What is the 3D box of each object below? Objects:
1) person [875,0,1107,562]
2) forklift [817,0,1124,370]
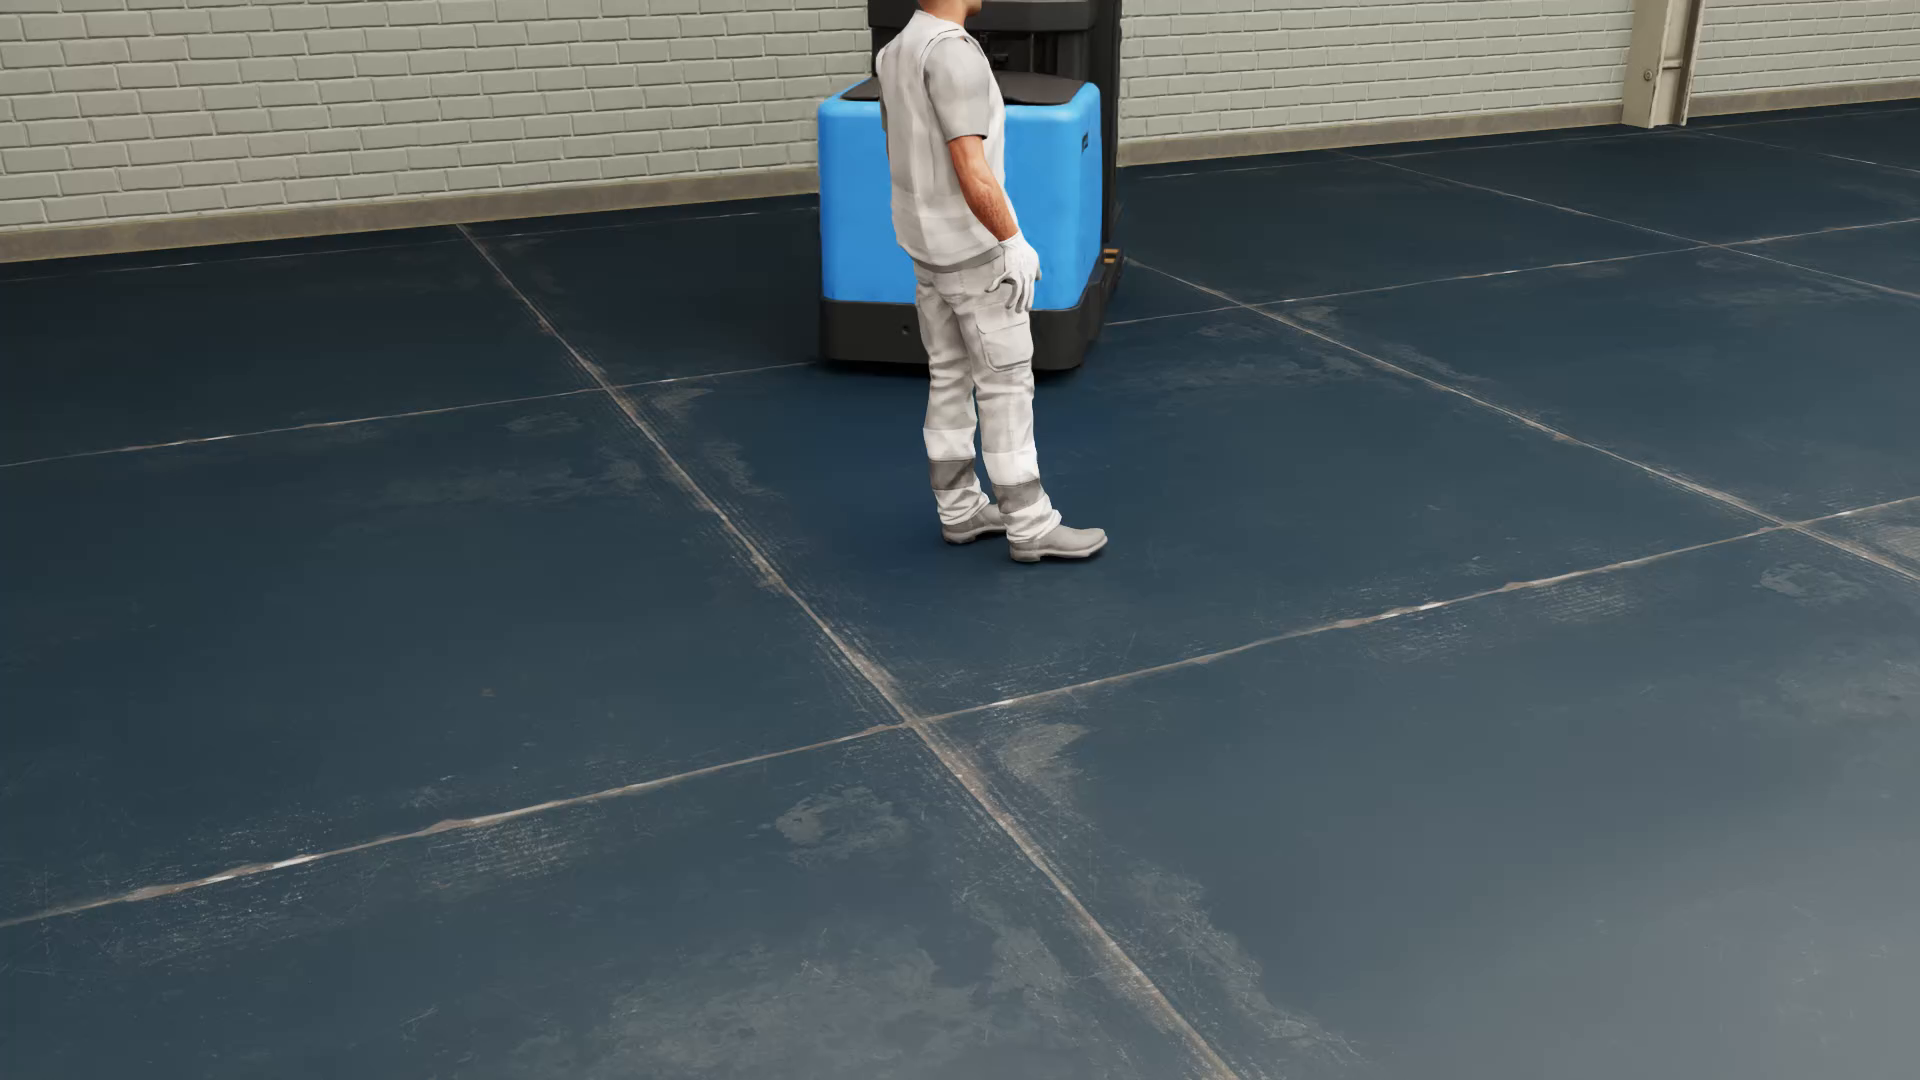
[{"bbox_3d":[0.078,-0.842,4.781,0.564,1.787,0.637,-10,25,-23],"label":"person"},{"bbox_3d":[0.195,-2.552,7.429,1.130,2.935,3.031,4,23,9],"label":"forklift"}]
